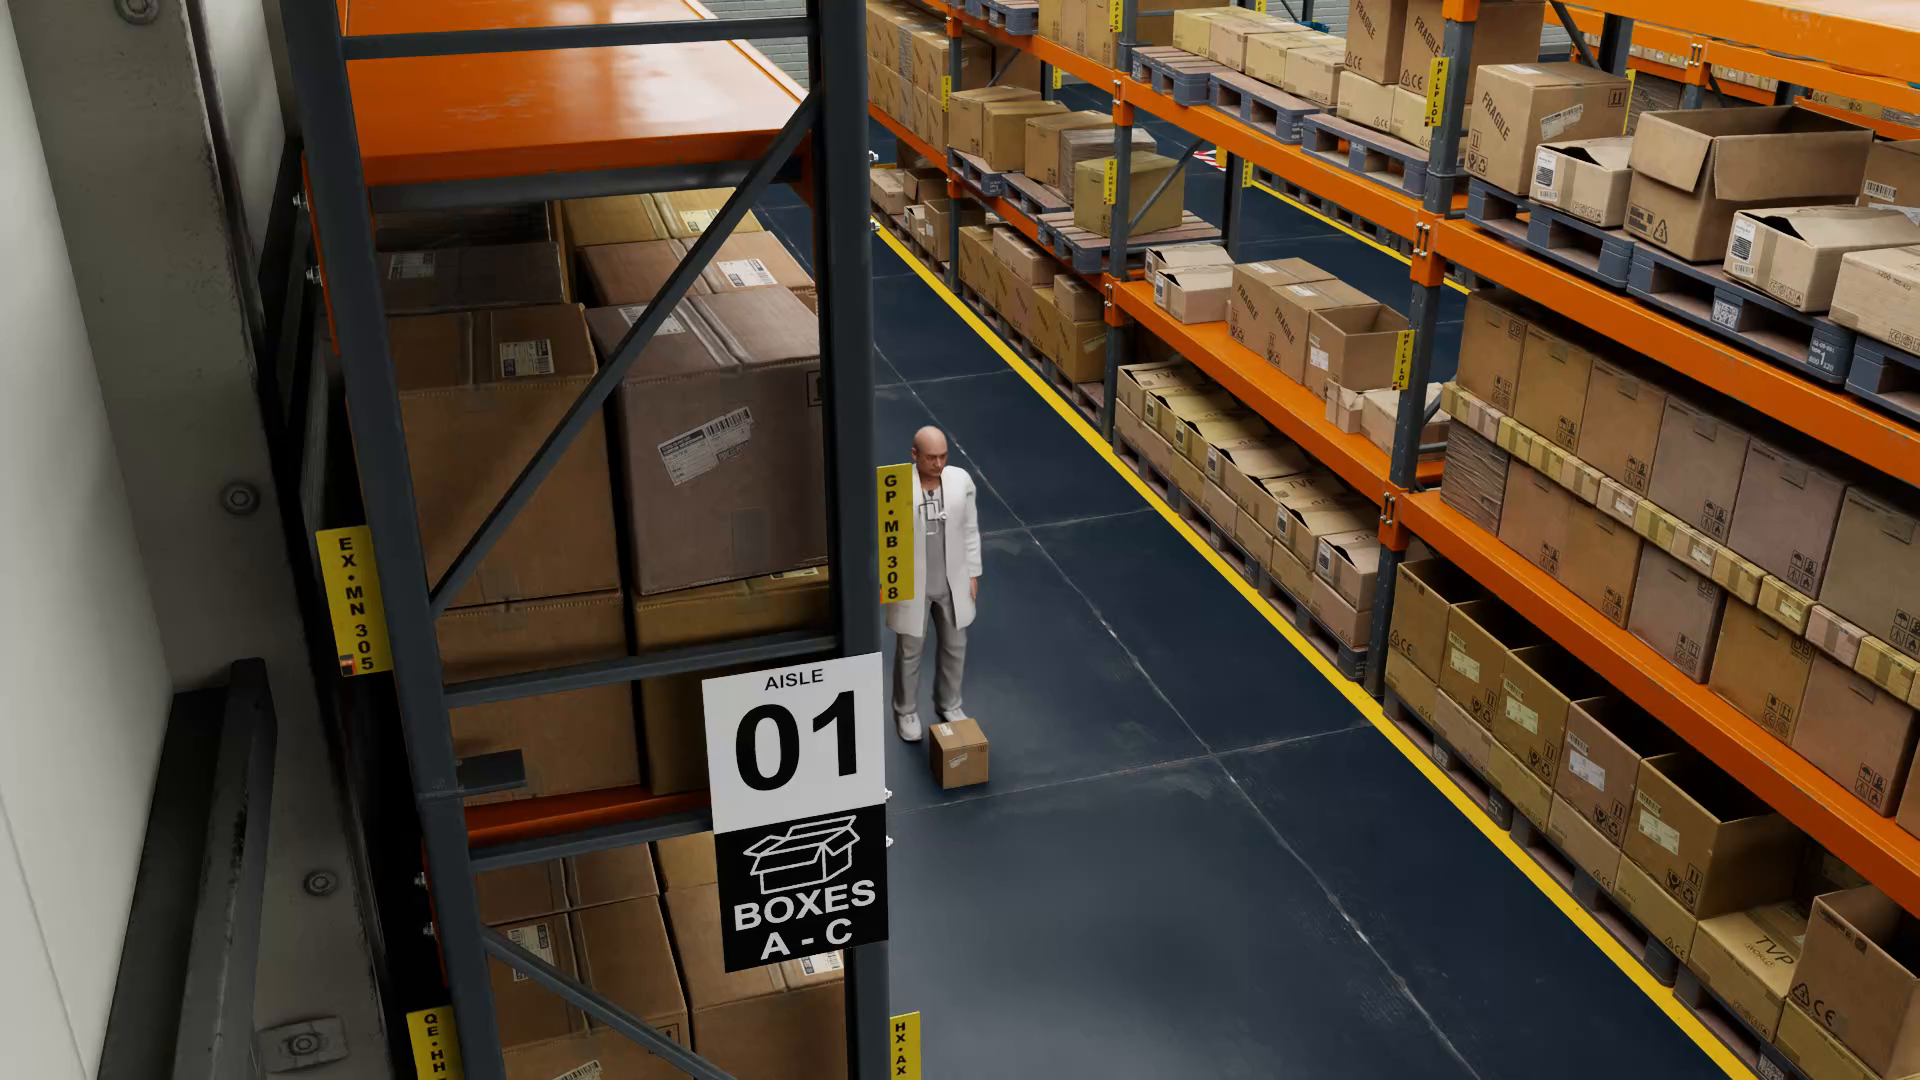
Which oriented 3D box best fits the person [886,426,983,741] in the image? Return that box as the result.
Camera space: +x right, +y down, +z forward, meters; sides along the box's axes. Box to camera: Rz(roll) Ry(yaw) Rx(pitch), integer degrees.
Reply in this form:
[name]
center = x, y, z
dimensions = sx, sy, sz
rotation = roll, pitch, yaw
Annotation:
[person]
center = -0.147, 0.231, 8.919
dimensions = 0.562, 1.775, 0.382
rotation = -8, 27, -15
